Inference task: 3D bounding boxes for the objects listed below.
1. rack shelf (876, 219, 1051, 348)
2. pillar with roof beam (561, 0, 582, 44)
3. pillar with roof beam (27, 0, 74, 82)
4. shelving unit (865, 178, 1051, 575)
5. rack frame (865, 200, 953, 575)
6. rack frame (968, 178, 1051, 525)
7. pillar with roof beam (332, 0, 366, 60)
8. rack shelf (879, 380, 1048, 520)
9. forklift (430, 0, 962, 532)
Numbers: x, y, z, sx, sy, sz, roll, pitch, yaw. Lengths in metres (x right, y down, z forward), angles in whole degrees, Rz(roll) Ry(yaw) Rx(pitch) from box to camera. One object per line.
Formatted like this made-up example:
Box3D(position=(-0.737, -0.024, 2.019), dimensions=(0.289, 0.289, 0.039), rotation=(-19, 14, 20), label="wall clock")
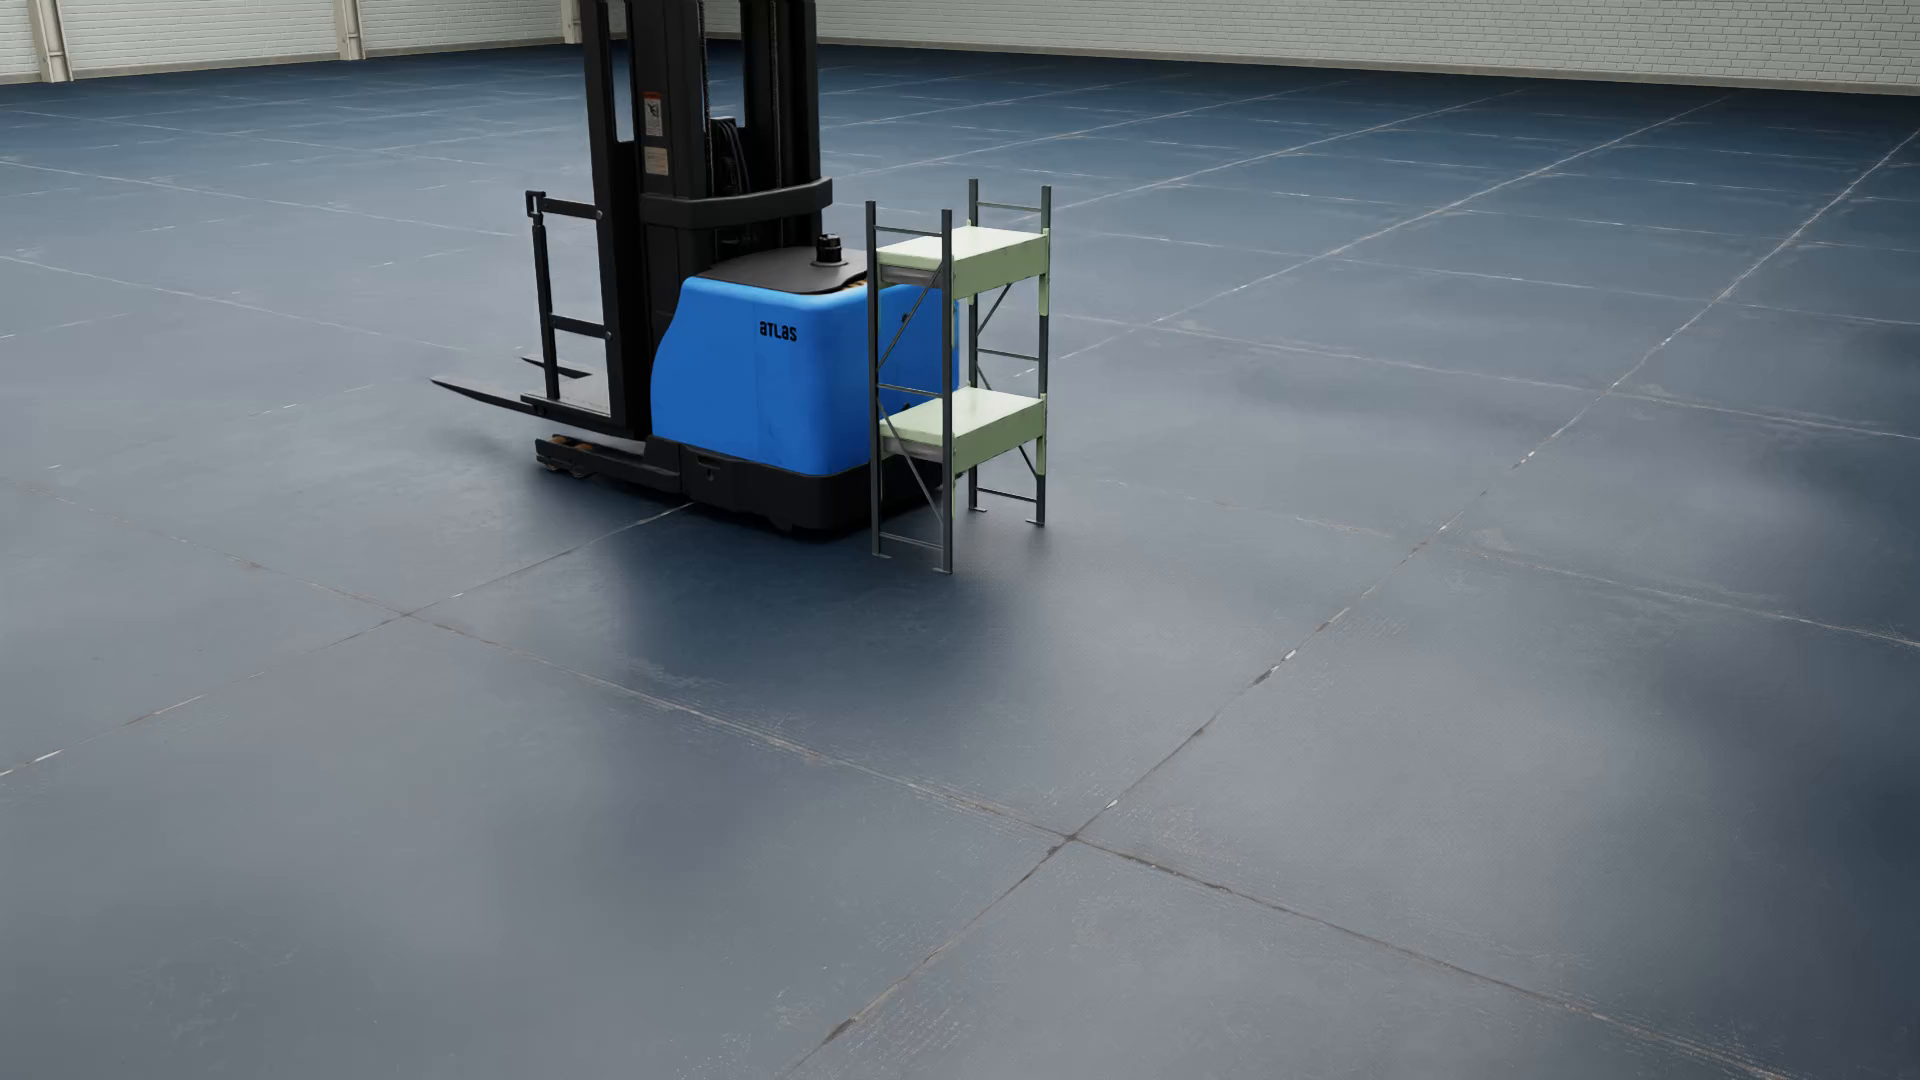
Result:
Box3D(position=(0.004, -1.071, 6.875), dimensions=(0.431, 0.370, 0.720), rotation=(13, 24, 32), label="rack shelf")
Box3D(position=(-5.213, -14.716, 34.077), dimensions=(9.100, 9.000, 0.400), rotation=(13, 24, 32), label="pillar with roof beam")
Box3D(position=(-11.959, -11.273, 24.769), dimensions=(9.100, 9.000, 0.400), rotation=(13, 24, 32), label="pillar with roof beam")
Box3D(position=(0.004, -0.705, 7.010), dimensions=(0.431, 1.500, 0.755), rotation=(13, 24, 32), label="shelving unit")
Box3D(position=(-0.202, -0.600, 6.726), dimensions=(0.400, 1.500, 0.023), rotation=(13, 24, 32), label="rack frame")
Box3D(position=(0.209, -0.810, 7.294), dimensions=(0.400, 1.500, 0.023), rotation=(13, 24, 32), label="rack frame")
Box3D(position=(-8.586, -12.994, 29.423), dimensions=(9.100, 9.000, 0.400), rotation=(13, 24, 32), label="pillar with roof beam")
Box3D(position=(0.004, -0.400, 7.123), dimensions=(0.431, 0.370, 0.720), rotation=(13, 24, 32), label="rack shelf")
Box3D(position=(-1.462, -1.803, 7.915), dimensions=(3.031, 2.935, 1.130), rotation=(15, 25, 35), label="forklift")
